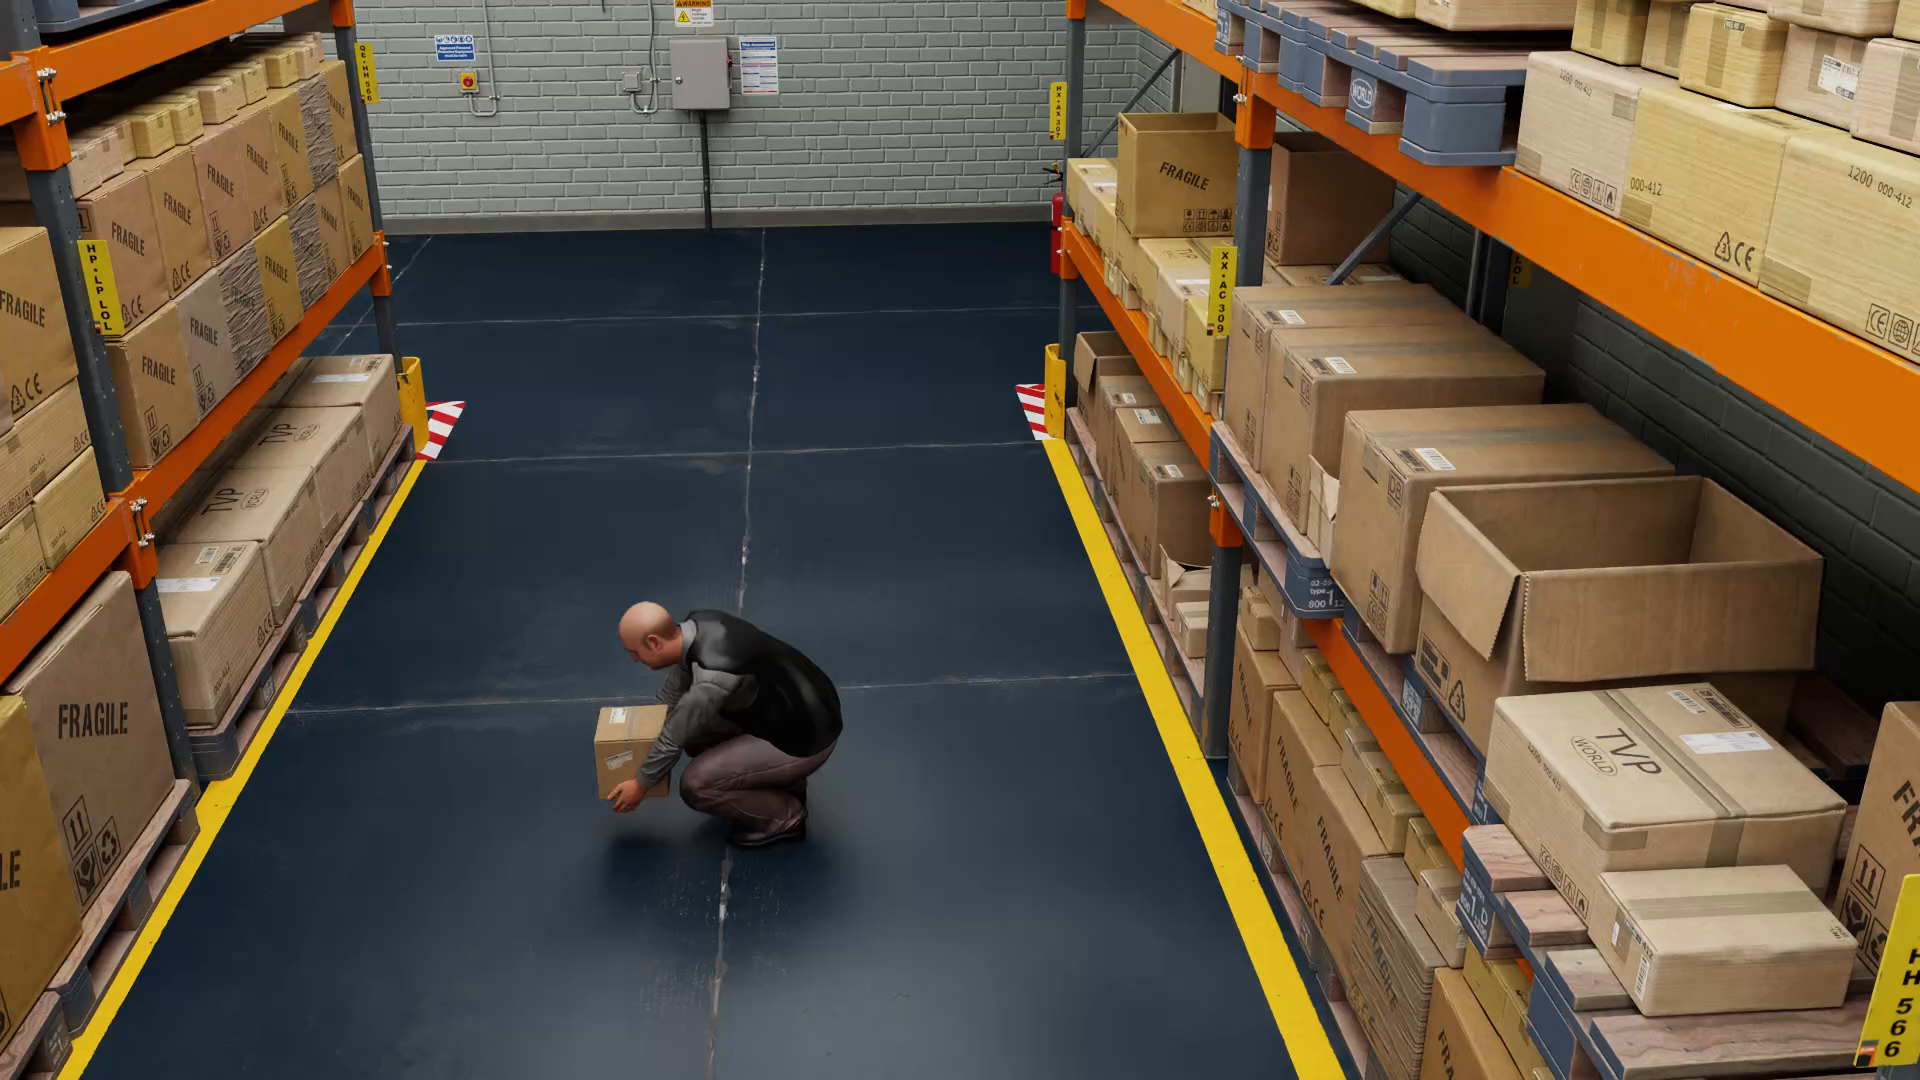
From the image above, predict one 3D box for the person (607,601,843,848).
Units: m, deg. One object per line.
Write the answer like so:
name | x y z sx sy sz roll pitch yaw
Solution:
person | -0.870 0.636 6.133 0.868 0.967 0.528 -2 24 -5
